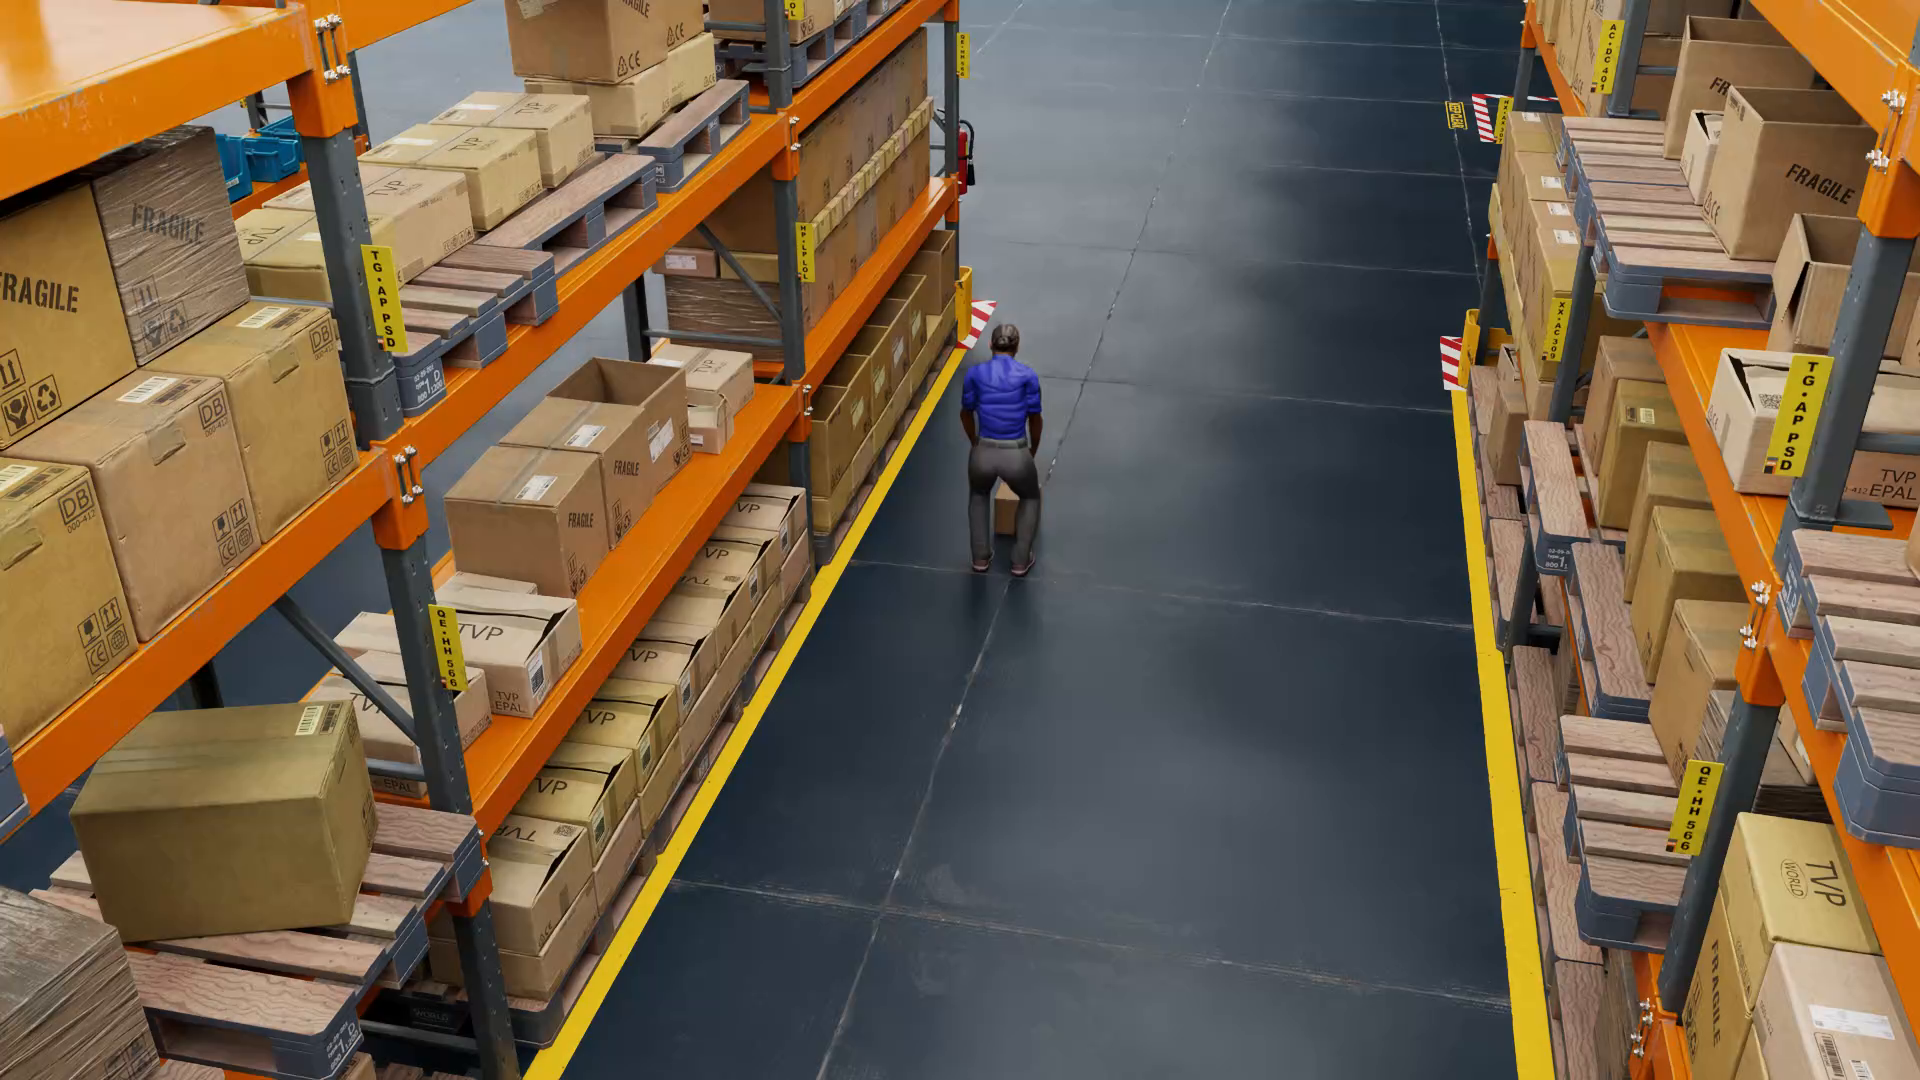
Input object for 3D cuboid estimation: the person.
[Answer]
[{"bbox_3d":[0.228,-0.507,9.746,0.490,1.465,0.556,6,30,11],"label":"person"}]
